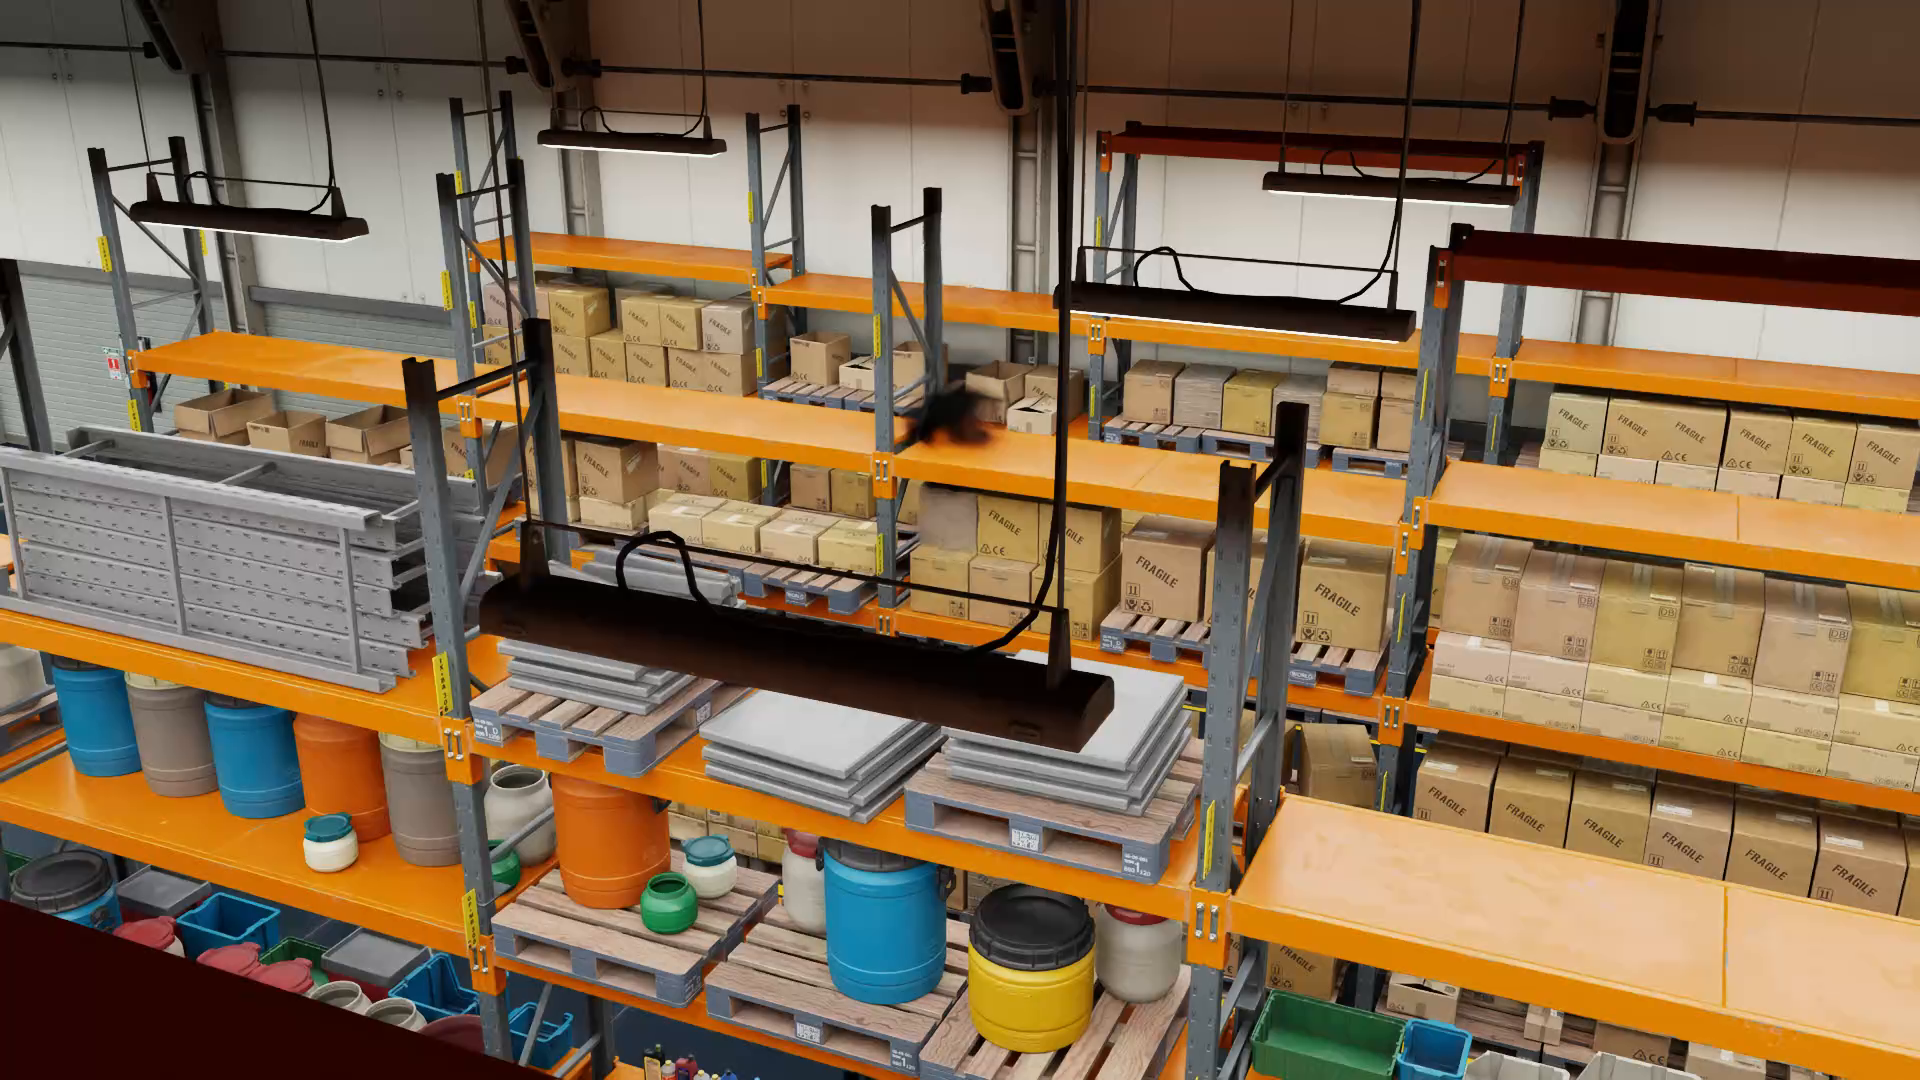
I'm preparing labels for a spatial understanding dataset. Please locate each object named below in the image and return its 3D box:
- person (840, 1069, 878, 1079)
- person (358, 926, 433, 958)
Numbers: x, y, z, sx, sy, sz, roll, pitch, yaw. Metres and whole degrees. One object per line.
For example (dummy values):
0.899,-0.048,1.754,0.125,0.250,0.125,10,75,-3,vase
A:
-0.715,3.217,11.108,0.690,1.689,0.508,12,24,30,person
-4.285,2.706,12.568,0.789,1.710,0.639,10,23,26,person
